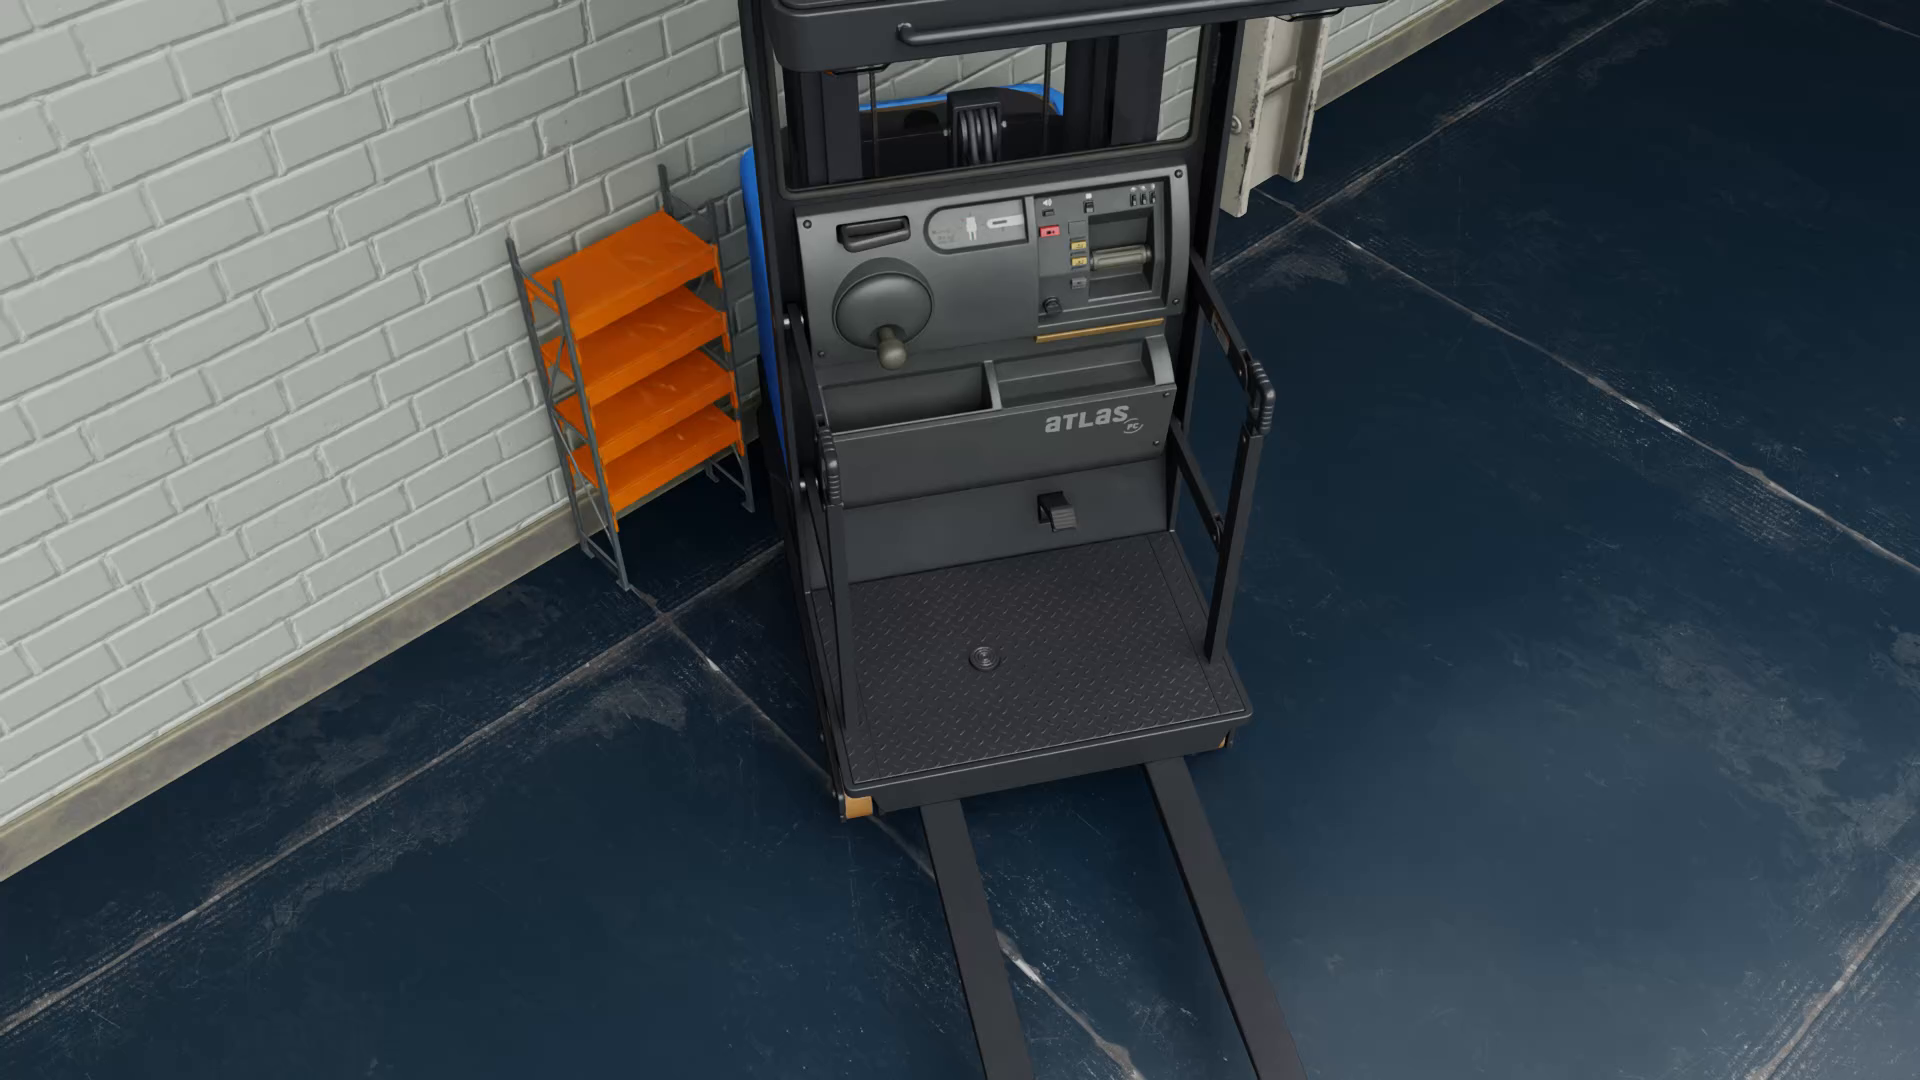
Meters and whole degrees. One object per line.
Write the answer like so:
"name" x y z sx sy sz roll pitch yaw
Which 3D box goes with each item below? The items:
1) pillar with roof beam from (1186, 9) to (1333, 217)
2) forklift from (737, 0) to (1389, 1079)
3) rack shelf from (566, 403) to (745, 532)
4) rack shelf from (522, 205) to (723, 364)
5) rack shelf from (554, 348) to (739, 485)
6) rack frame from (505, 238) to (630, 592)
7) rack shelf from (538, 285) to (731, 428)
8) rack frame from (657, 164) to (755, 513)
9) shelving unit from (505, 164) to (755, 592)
"pillar with roof beam" 4.006 -2.131 1.093 0.400 9.000 9.100 -34 56 -27
"forklift" 0.138 -0.548 3.761 1.130 2.935 3.031 -9 48 -9
"rack shelf" -0.923 -0.258 5.033 0.480 0.148 0.258 -34 56 -28
"rack shelf" -0.923 -0.705 4.549 0.480 0.148 0.258 -34 56 -28
"rack shelf" -0.923 -0.392 4.887 0.480 0.148 0.258 -34 56 -28
"rack frame" -1.102 -0.316 4.725 0.015 1.200 0.240 -34 56 -28
"rack shelf" -0.923 -0.544 4.723 0.480 0.148 0.258 -34 56 -28
"rack frame" -0.745 -0.560 4.951 0.015 1.200 0.240 -34 56 -28
"shelving unit" -0.923 -0.438 4.838 0.503 1.200 0.258 -34 56 -28
